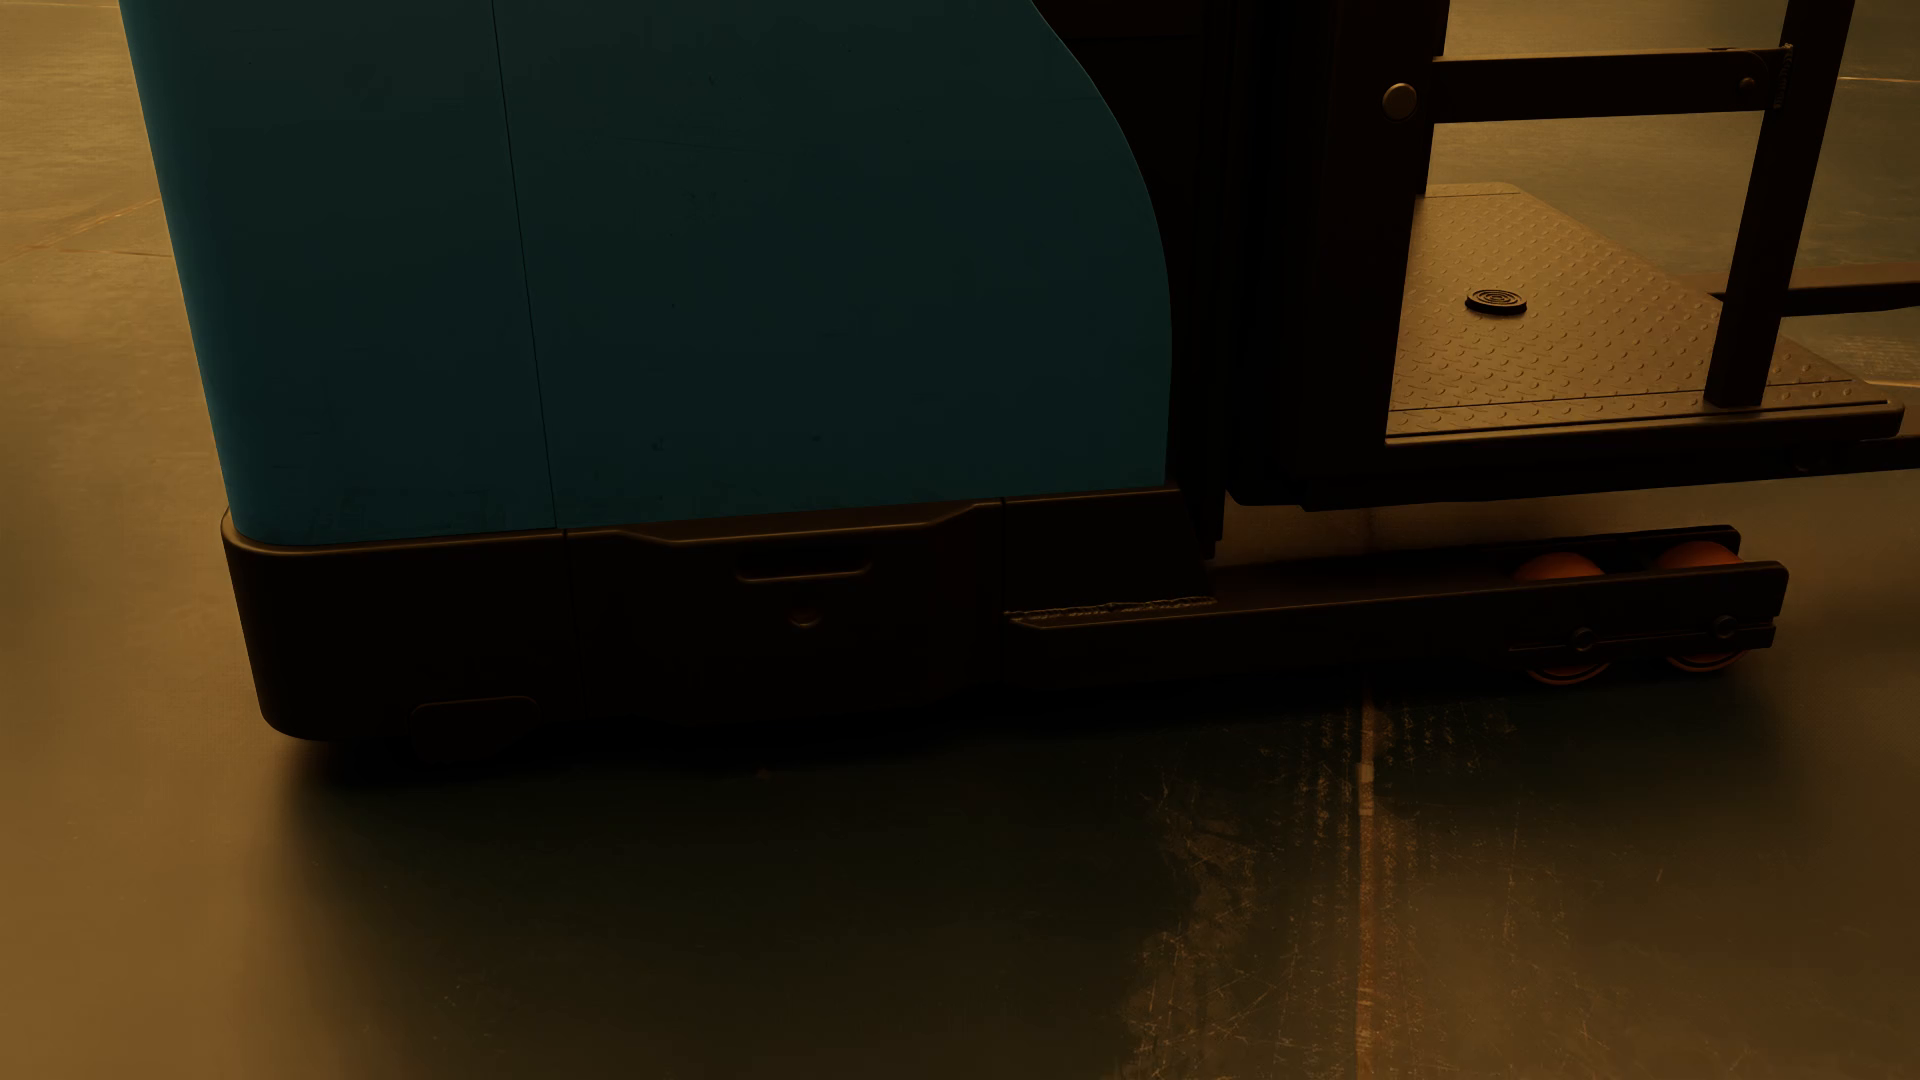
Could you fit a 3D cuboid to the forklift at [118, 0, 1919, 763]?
[{"bbox_3d":[0.600,-1.354,1.930,3.031,2.935,1.130,-4,27,-9],"label":"forklift"}]
